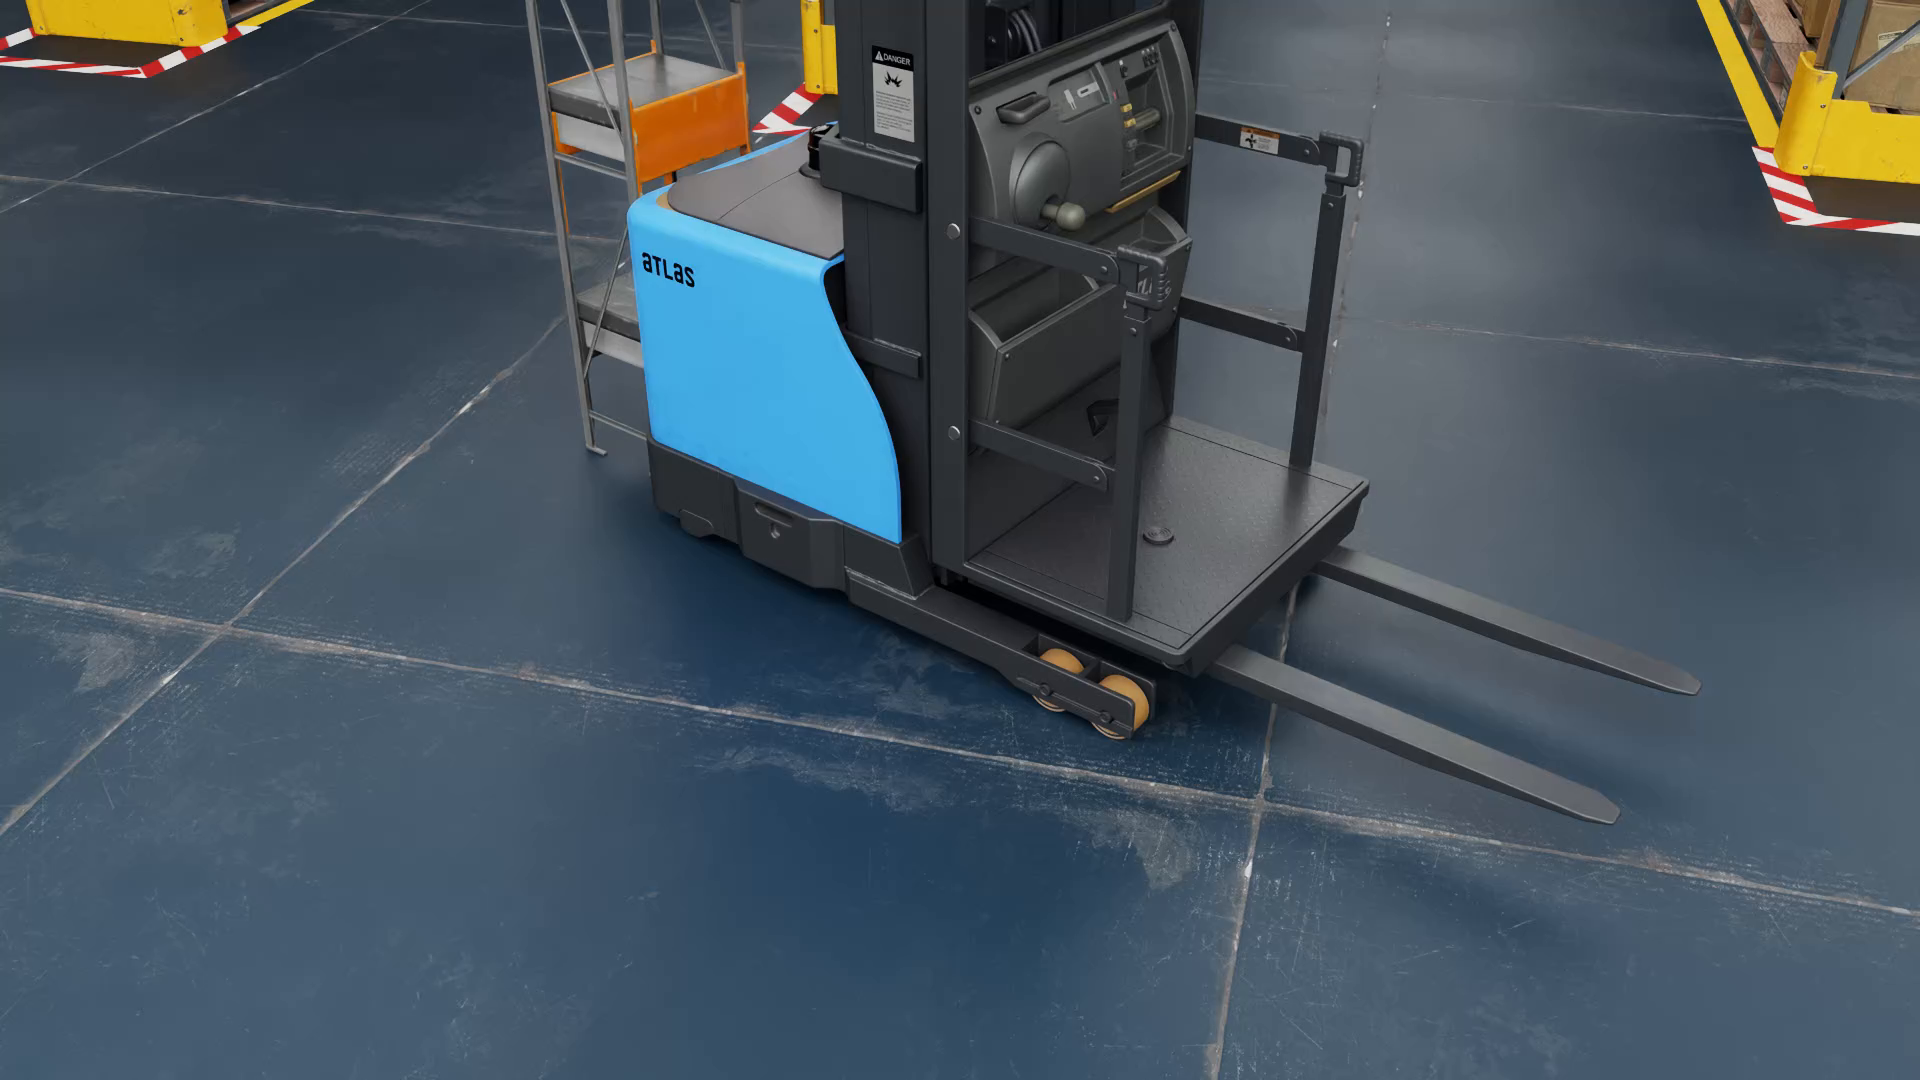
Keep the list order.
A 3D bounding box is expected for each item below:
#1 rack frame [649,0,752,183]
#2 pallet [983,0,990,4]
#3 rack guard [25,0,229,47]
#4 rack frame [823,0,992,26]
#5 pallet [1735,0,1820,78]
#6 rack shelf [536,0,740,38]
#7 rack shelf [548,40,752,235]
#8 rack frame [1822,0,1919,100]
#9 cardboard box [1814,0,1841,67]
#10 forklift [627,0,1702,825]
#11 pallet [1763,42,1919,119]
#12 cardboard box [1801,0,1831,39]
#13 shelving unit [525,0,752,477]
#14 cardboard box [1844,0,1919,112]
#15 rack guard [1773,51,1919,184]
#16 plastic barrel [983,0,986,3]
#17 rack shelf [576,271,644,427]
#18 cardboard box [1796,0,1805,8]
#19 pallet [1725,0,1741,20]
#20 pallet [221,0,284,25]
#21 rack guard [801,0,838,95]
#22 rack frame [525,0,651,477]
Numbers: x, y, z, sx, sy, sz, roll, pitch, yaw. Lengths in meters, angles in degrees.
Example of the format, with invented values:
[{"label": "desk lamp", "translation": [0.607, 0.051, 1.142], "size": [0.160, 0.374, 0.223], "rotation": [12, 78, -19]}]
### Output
[{"label": "rack frame", "translation": [-0.830, -1.347, 5.412], "size": [0.400, 2.100, 0.015], "rotation": [22, 39, 31]}, {"label": "pallet", "translation": [-0.046, -2.971, 9.727], "size": [1.003, 0.211, 1.213], "rotation": [8, 33, 12]}, {"label": "rack guard", "translation": [-5.027, -3.290, 9.959], "size": [1.175, 0.500, 0.348], "rotation": [8, 33, 12]}, {"label": "rack frame", "translation": [-0.231, -3.681, 8.245], "size": [1.000, 3.000, 0.127], "rotation": [8, 33, 12]}, {"label": "pallet", "translation": [5.131, -2.917, 9.642], "size": [1.003, 0.211, 1.213], "rotation": [8, 33, 12]}, {"label": "rack shelf", "translation": [-0.979, -1.823, 4.881], "size": [0.431, 0.518, 0.480], "rotation": [22, 39, 31]}, {"label": "rack shelf", "translation": [-0.979, -1.232, 5.256], "size": [0.431, 0.518, 0.480], "rotation": [22, 39, 31]}, {"label": "rack frame", "translation": [4.560, -3.007, 7.184], "size": [1.000, 3.000, 0.127], "rotation": [8, 33, 12]}, {"label": "cardboard box", "translation": [4.853, -2.766, 8.743], "size": [0.500, 0.500, 0.500], "rotation": [17, 36, 25]}, {"label": "forklift", "translation": [0.497, -1.033, 4.142], "size": [3.031, 2.935, 1.130], "rotation": [22, 39, 31]}, {"label": "pallet", "translation": [4.819, -2.286, 8.650], "size": [1.003, 0.211, 1.213], "rotation": [8, 33, 12]}, {"label": "cardboard box", "translation": [5.030, -3.088, 9.250], "size": [0.500, 0.500, 0.500], "rotation": [11, 34, 17]}, {"label": "shelving unit", "translation": [-0.979, -1.244, 5.249], "size": [0.431, 2.100, 0.503], "rotation": [22, 39, 31]}, {"label": "cardboard box", "translation": [4.734, -2.451, 8.248], "size": [0.500, 0.500, 0.500], "rotation": [14, 35, 21]}, {"label": "rack guard", "translation": [4.579, -1.991, 7.917], "size": [1.175, 0.500, 0.348], "rotation": [8, 33, 12]}, {"label": "plastic barrel", "translation": [-0.011, -3.421, 9.762], "size": [0.421, 0.512, 0.421], "rotation": [0, 32, 0]}, {"label": "rack shelf", "translation": [-0.979, -0.641, 5.632], "size": [0.431, 0.518, 0.480], "rotation": [22, 39, 31]}, {"label": "cardboard box", "translation": [5.215, -3.372, 9.696], "size": [0.500, 0.500, 0.500], "rotation": [5, 33, 8]}, {"label": "pallet", "translation": [5.439, -3.552, 10.641], "size": [1.003, 0.211, 1.213], "rotation": [8, 33, 12]}, {"label": "pallet", "translation": [-4.868, -3.583, 10.690], "size": [1.003, 0.211, 1.213], "rotation": [8, 33, 12]}, {"label": "rack guard", "translation": [-0.257, -2.672, 8.987], "size": [1.175, 0.500, 0.348], "rotation": [8, 33, 12]}, {"label": "rack frame", "translation": [-1.128, -1.140, 5.086], "size": [0.400, 2.100, 0.015], "rotation": [22, 39, 31]}]
